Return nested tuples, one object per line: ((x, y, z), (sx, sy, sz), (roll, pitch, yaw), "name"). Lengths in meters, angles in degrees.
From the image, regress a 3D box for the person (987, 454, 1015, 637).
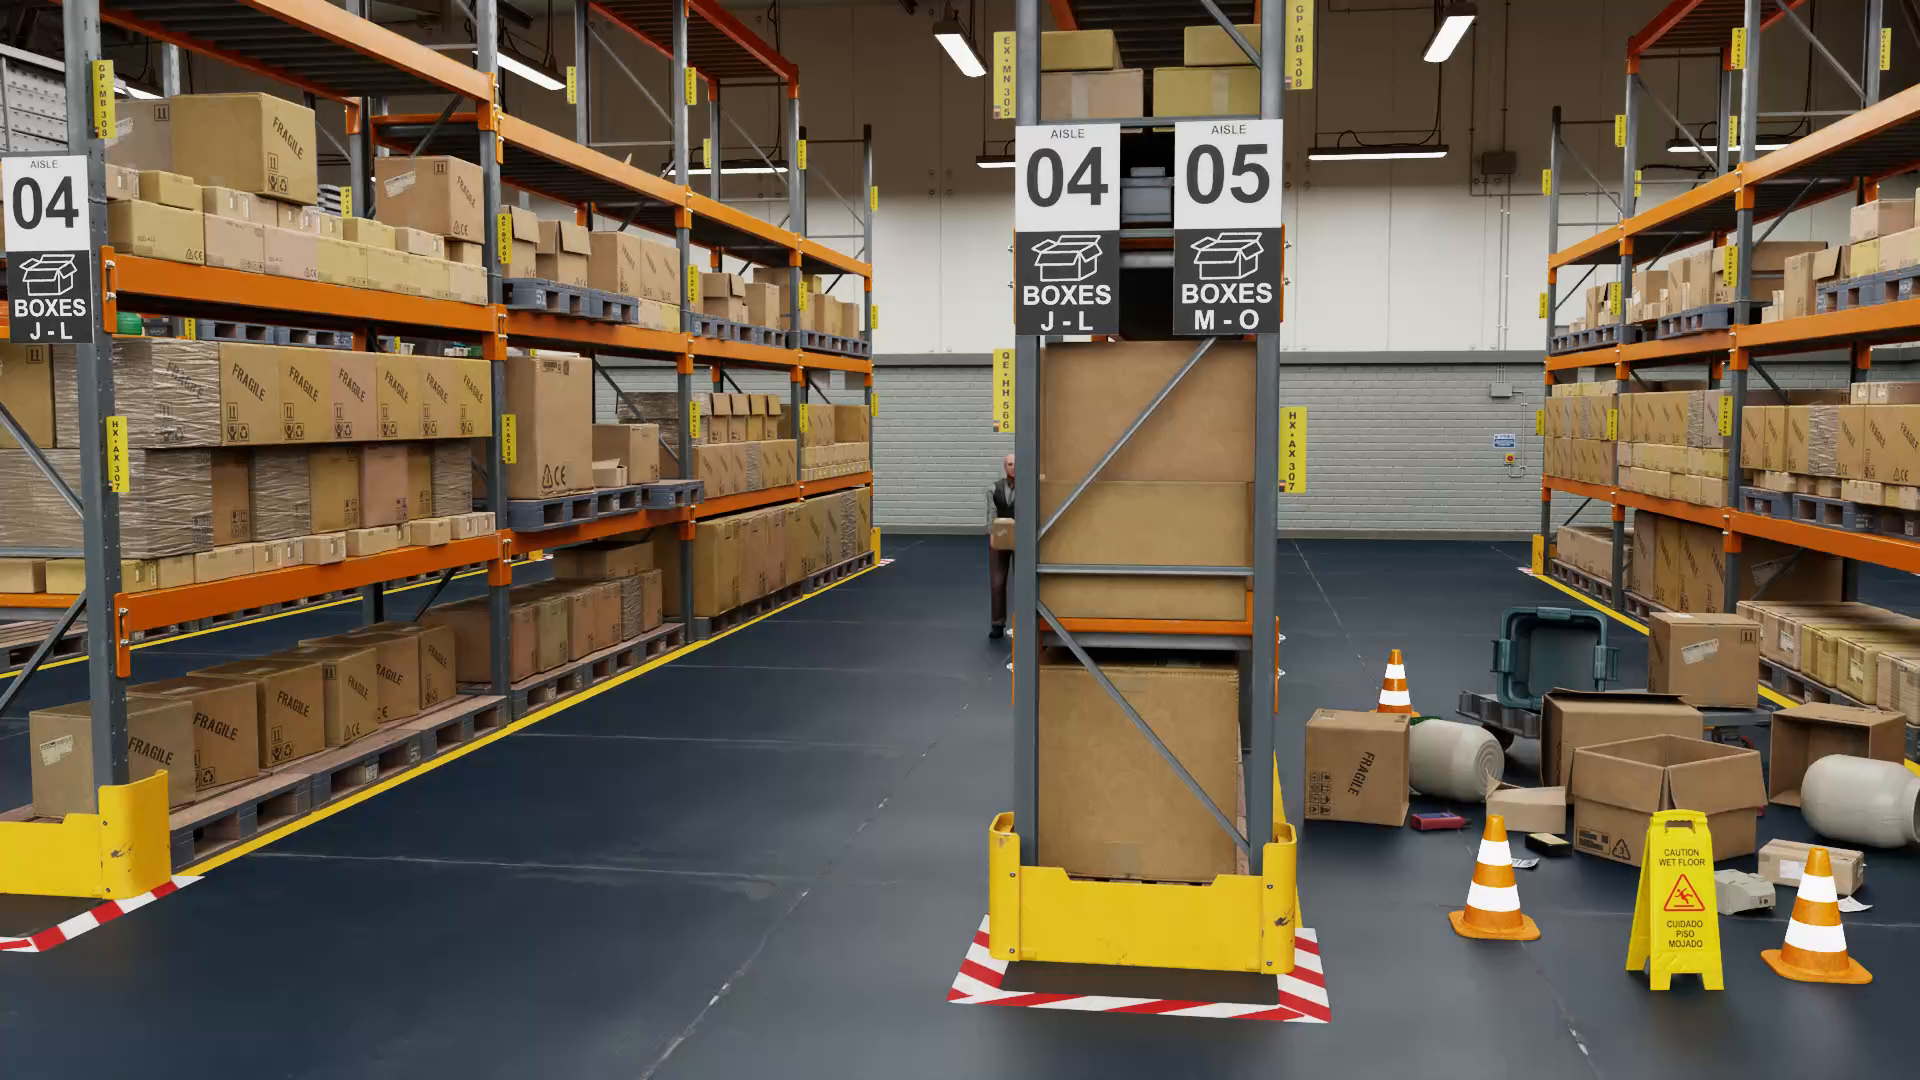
((0.487, 0.101, 15.567), (0.495, 1.637, 0.560), (1, 4, 8), "person")
